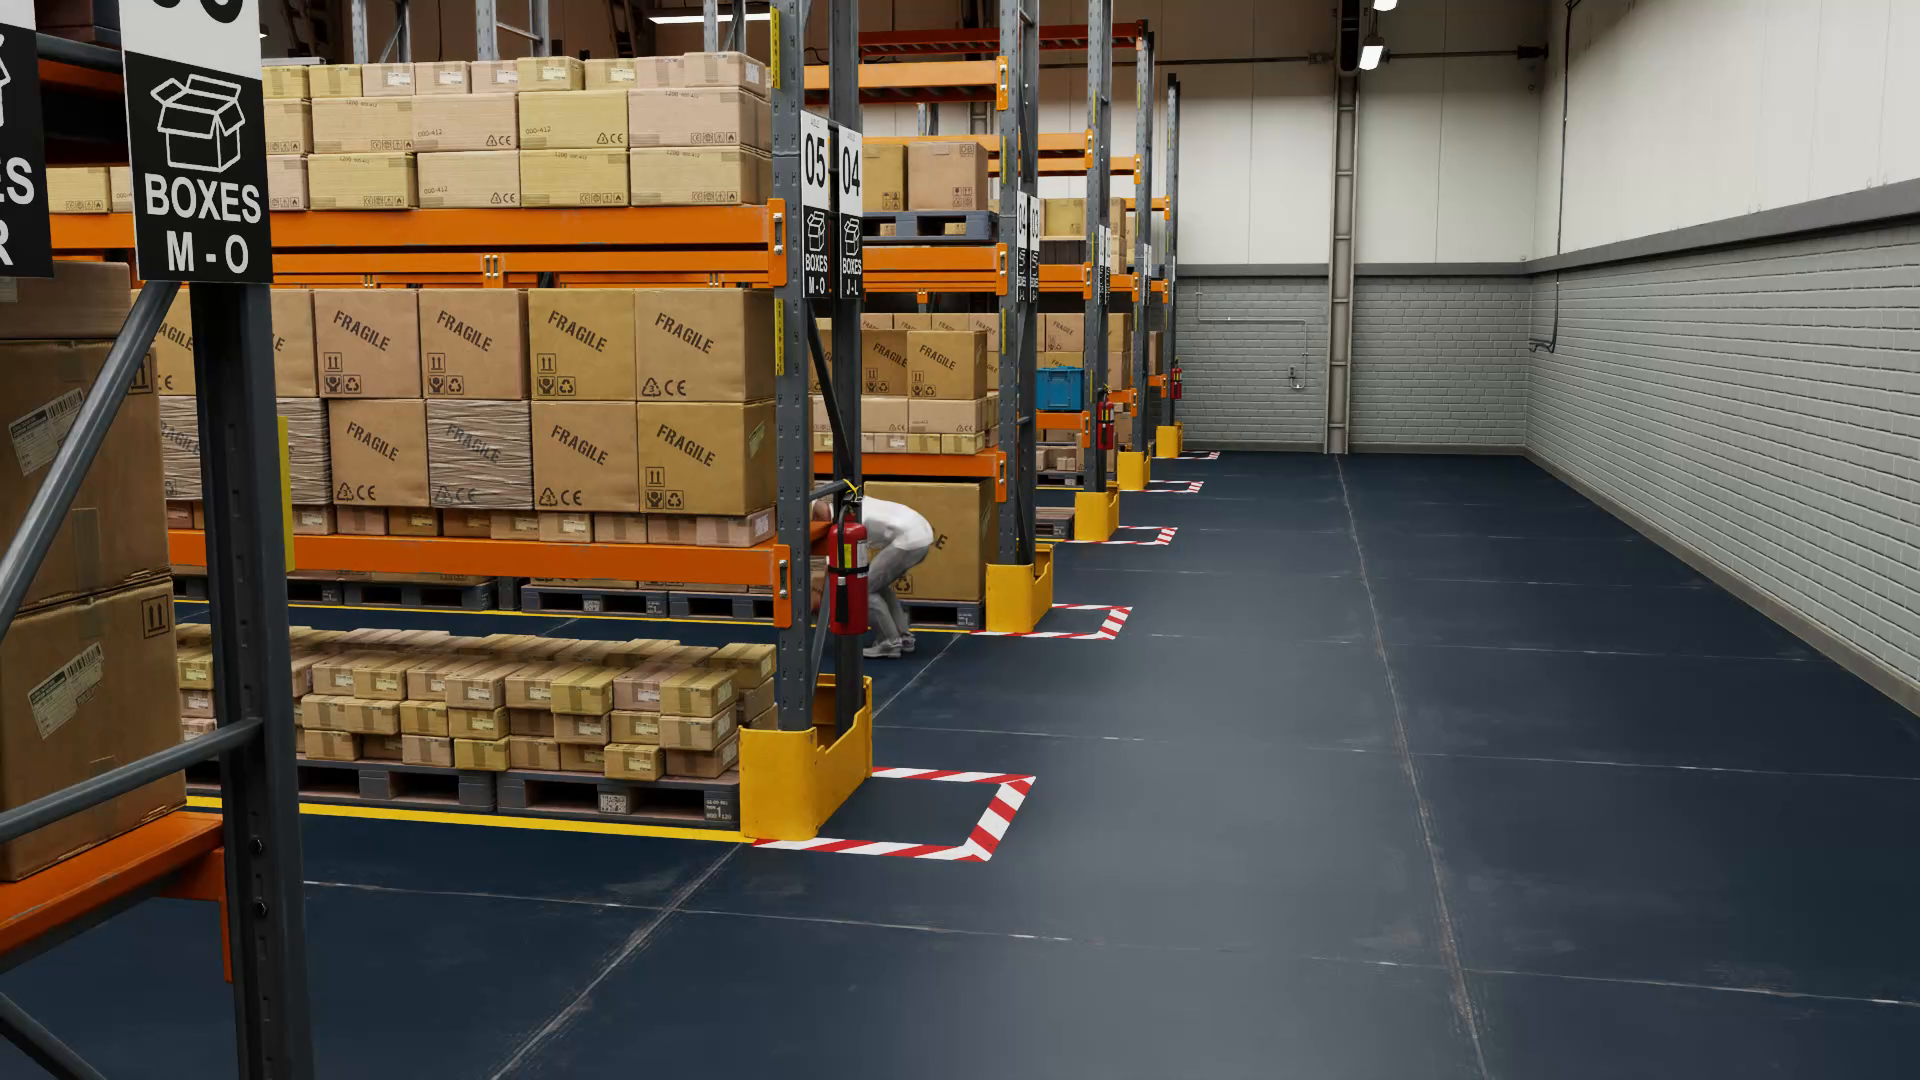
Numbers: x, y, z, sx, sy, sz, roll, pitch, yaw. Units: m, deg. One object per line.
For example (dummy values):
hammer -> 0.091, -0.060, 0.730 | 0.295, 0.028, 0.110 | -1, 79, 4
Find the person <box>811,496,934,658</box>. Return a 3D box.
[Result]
person -> -0.666, 0.229, 11.404 | 0.962, 1.123, 0.513 | 1, 8, 8
